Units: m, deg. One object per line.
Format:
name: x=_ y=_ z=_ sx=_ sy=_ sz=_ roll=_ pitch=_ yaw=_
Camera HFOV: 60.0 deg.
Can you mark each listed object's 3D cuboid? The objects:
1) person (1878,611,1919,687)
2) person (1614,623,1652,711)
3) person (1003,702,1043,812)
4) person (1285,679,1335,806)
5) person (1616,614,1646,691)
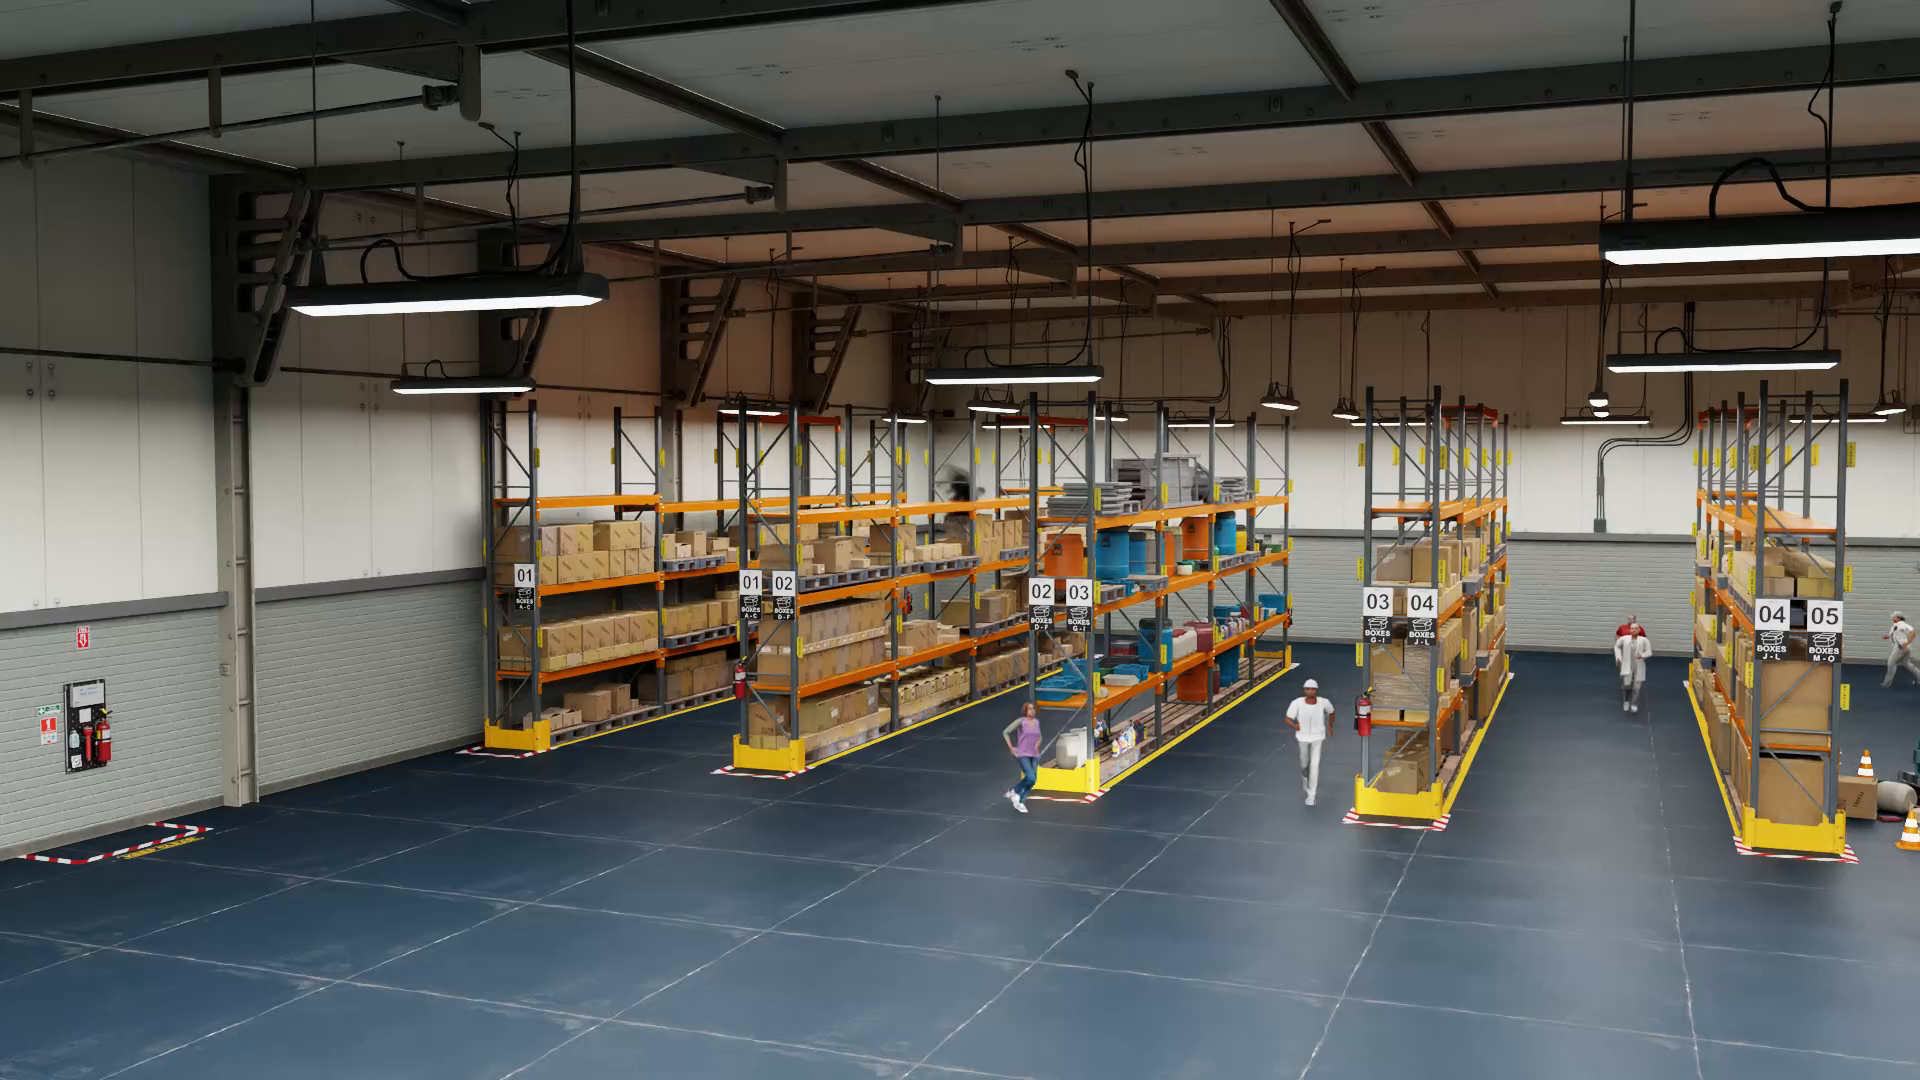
person: x=20.532 y=2.392 z=36.206 sx=0.926 sy=1.689 sz=0.600 roll=1 pitch=3 yaw=24
person: x=13.210 y=2.509 z=32.641 sx=0.695 sy=1.746 sz=0.705 roll=1 pitch=3 yaw=21
person: x=0.958 y=3.101 z=23.507 sx=0.535 sy=1.494 sz=0.503 roll=-2 pitch=4 yaw=-37
person: x=5.103 y=2.910 z=24.253 sx=0.702 sy=1.771 sz=0.985 roll=1 pitch=3 yaw=14
person: x=14.289 y=2.412 z=35.464 sx=0.615 sy=1.661 sz=0.699 roll=1 pitch=3 yaw=25
